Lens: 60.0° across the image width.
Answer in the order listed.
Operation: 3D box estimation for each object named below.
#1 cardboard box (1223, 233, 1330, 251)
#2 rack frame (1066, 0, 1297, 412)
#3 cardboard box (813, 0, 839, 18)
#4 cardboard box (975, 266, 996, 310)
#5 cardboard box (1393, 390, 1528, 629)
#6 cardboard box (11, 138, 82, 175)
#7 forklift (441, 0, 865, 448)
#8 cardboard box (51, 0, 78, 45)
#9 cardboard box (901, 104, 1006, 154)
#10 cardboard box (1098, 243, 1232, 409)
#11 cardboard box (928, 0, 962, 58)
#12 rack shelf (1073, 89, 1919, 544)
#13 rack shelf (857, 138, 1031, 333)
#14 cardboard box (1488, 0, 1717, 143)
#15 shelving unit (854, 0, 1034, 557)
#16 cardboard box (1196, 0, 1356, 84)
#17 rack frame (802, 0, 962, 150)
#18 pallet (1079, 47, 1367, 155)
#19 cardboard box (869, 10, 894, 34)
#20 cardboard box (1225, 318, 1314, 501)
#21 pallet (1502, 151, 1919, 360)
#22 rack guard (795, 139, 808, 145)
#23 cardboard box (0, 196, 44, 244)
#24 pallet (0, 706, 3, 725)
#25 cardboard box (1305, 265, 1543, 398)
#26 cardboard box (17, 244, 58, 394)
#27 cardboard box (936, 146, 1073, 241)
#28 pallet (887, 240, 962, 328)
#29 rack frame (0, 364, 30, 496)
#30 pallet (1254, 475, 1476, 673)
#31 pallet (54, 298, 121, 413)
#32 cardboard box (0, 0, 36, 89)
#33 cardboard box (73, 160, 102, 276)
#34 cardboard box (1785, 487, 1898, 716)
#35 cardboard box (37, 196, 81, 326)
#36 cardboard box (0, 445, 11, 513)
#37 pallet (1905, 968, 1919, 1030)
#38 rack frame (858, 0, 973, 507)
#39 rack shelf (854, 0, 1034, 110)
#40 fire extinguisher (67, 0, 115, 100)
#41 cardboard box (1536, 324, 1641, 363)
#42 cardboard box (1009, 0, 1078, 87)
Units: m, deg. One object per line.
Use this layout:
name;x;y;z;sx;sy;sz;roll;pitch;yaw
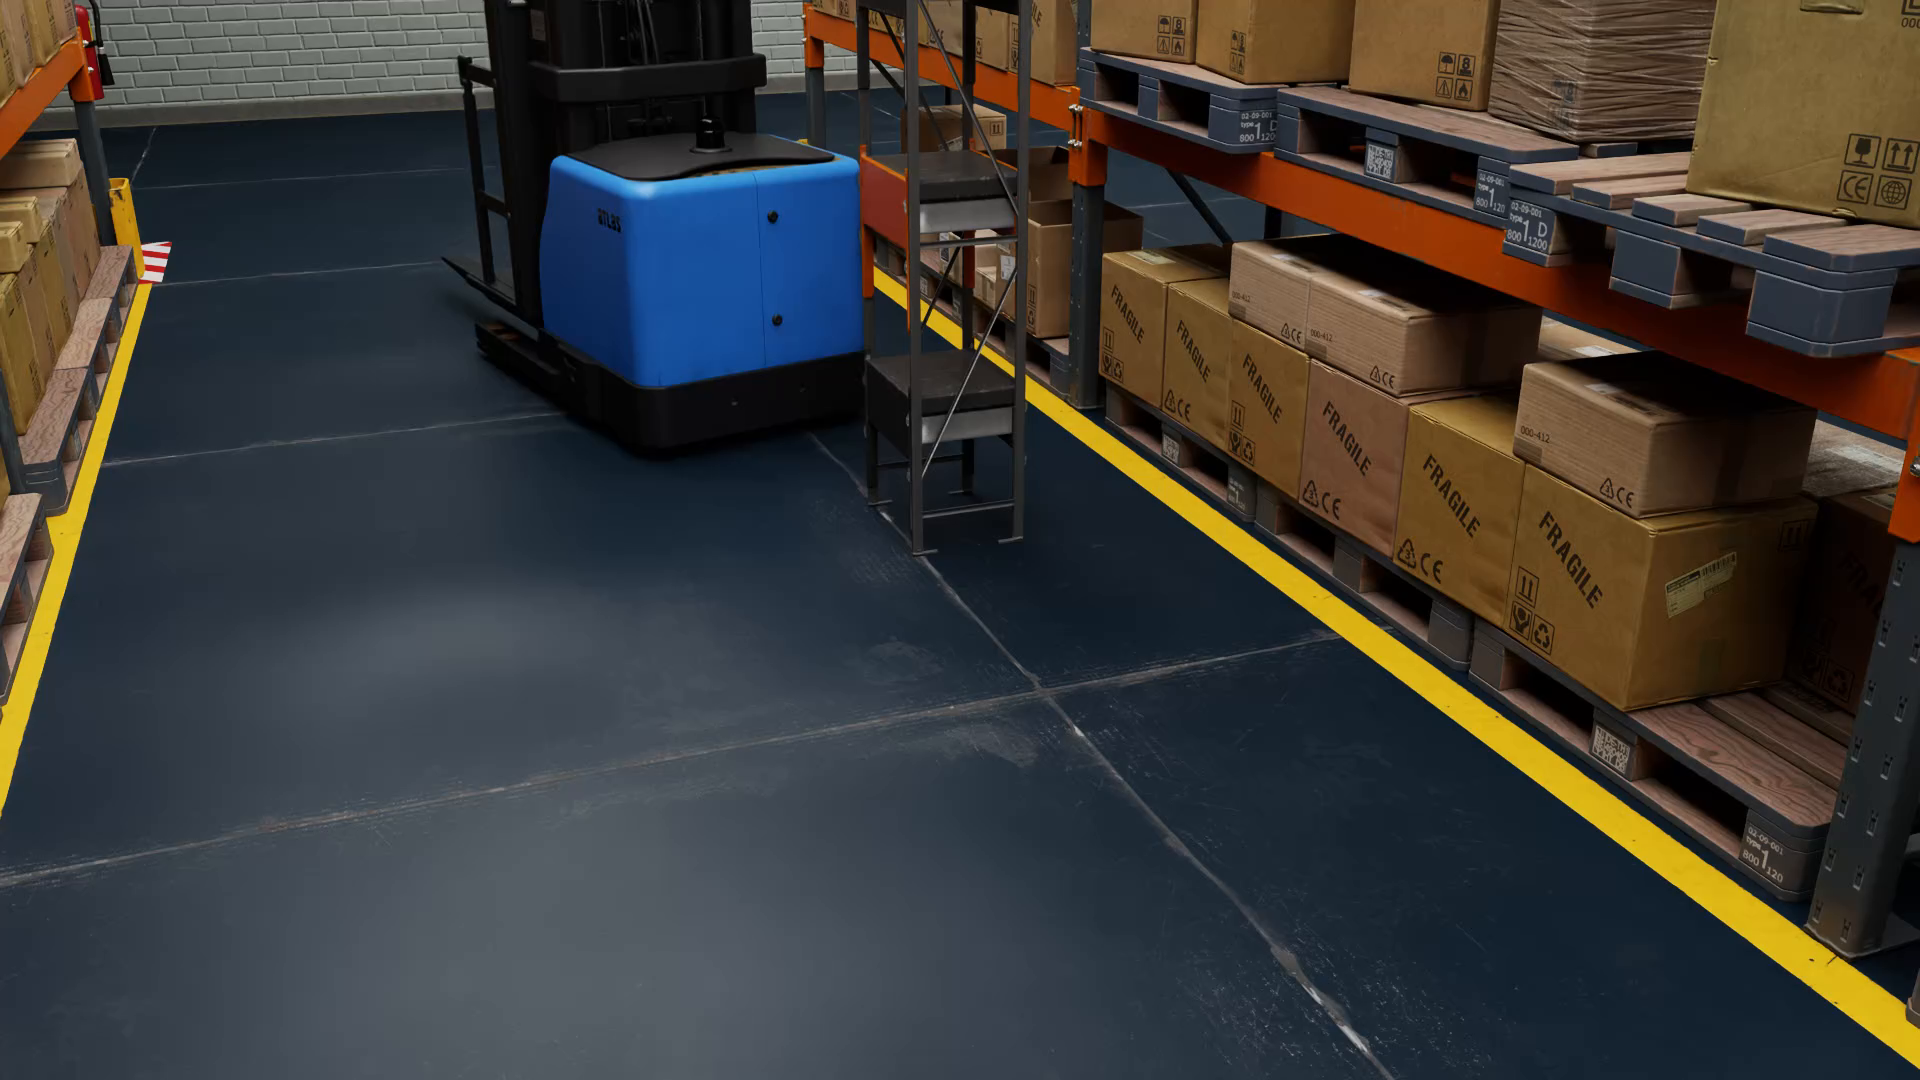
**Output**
cardboard box;1.390;-0.925;6.734;0.500;0.500;0.500;-8;24;-19
rack frame;0.947;-2.014;6.666;1.000;3.000;0.127;-8;24;-19
cardboard box;-0.556;-3.316;9.627;0.500;0.500;0.500;-8;24;-18
cardboard box;0.292;-1.199;7.837;0.380;0.149;0.250;-8;24;-19
cardboard box;1.628;-0.107;4.794;0.500;0.500;0.500;-9;25;-21
cardboard box;-4.542;-1.865;8.154;0.380;0.149;0.250;-9;24;-20
forklift;-1.600;-2.225;7.254;1.130;2.935;3.031;-15;27;-31
cardboard box;-4.909;-2.741;8.004;0.980;0.700;0.700;-7;24;-17
cardboard box;-0.043;-2.354;10.126;0.500;0.500;0.500;-8;24;-19
cardboard box;0.890;-0.856;6.570;0.500;0.500;0.500;-9;25;-21
cardboard box;0.164;-2.580;7.880;0.500;0.500;0.500;-8;24;-18
rack shelf;1.654;-0.956;5.082;1.077;0.370;4.000;-8;24;-19
rack shelf;-0.058;-1.015;5.490;0.431;0.518;0.480;-8;24;-19
cardboard box;1.888;-1.372;4.474;0.700;0.500;0.500;-4;23;-9
shelving unit;-0.058;-1.028;5.485;0.431;2.100;0.503;-8;24;-19
cardboard box;1.208;-1.810;5.512;0.700;0.500;0.500;-5;23;-11
rack frame;-0.466;-3.467;10.114;1.000;3.000;0.127;-8;24;-19
pallet;1.127;-1.620;5.979;1.003;0.211;1.213;-8;24;-19
cardboard box;-0.194;-2.946;8.750;0.500;0.500;0.500;-8;24;-19
cardboard box;1.259;-0.481;5.680;0.500;0.500;0.500;-8;24;-18
pallet;2.055;-0.709;3.817;1.213;0.211;1.003;-8;24;-19
rack guard;-0.439;-2.288;10.534;1.175;0.500;0.348;-8;24;-19
cardboard box;-3.989;-1.298;6.811;0.380;0.149;0.250;-9;24;-20
pallet;-2.908;0.666;3.898;1.003;0.211;1.213;-8;24;-19
cardboard box;1.421;-0.656;5.130;0.500;0.250;0.500;-9;24;-20
cardboard box;-4.028;-0.843;6.567;0.700;0.500;0.500;-9;24;-20
cardboard box;0.279;-1.748;8.684;0.797;0.503;0.637;-8;24;-19
pallet;0.271;-1.423;8.854;1.003;0.211;1.213;-8;24;-19
rack frame;-3.686;-1.333;5.050;1.000;3.000;0.127;-8;24;-19
pallet;1.705;0.005;5.465;1.003;0.211;1.213;-8;24;-19
pallet;-4.316;-0.779;7.326;1.003;0.211;1.213;-8;24;-19
cardboard box;-4.381;-2.199;6.720;0.980;0.700;0.700;-10;25;-22
cardboard box;-4.758;-1.587;8.332;0.700;0.500;0.500;-8;24;-19
cardboard box;2.467;0.184;4.103;0.500;0.500;0.500;-7;24;-17
cardboard box;-4.403;-1.223;7.467;0.700;0.500;0.500;-9;25;-21
cardboard box;-3.334;-0.317;4.868;0.750;0.750;0.750;-8;24;-18
pallet;2.615;1.029;3.037;1.003;0.211;1.213;-8;24;-19
rack frame;-0.145;-1.116;5.695;0.400;2.100;0.015;-8;24;-19
rack shelf;-0.058;-1.660;5.218;0.431;0.518;0.480;-8;24;-19
fire extinguisher;-4.720;-2.697;8.866;0.296;0.674;0.183;-8;24;-19
cardboard box;1.915;-0.377;5.435;0.500;0.500;0.500;-9;25;-21
cardboard box;0.531;-2.206;6.994;0.500;0.500;0.500;-8;24;-18
